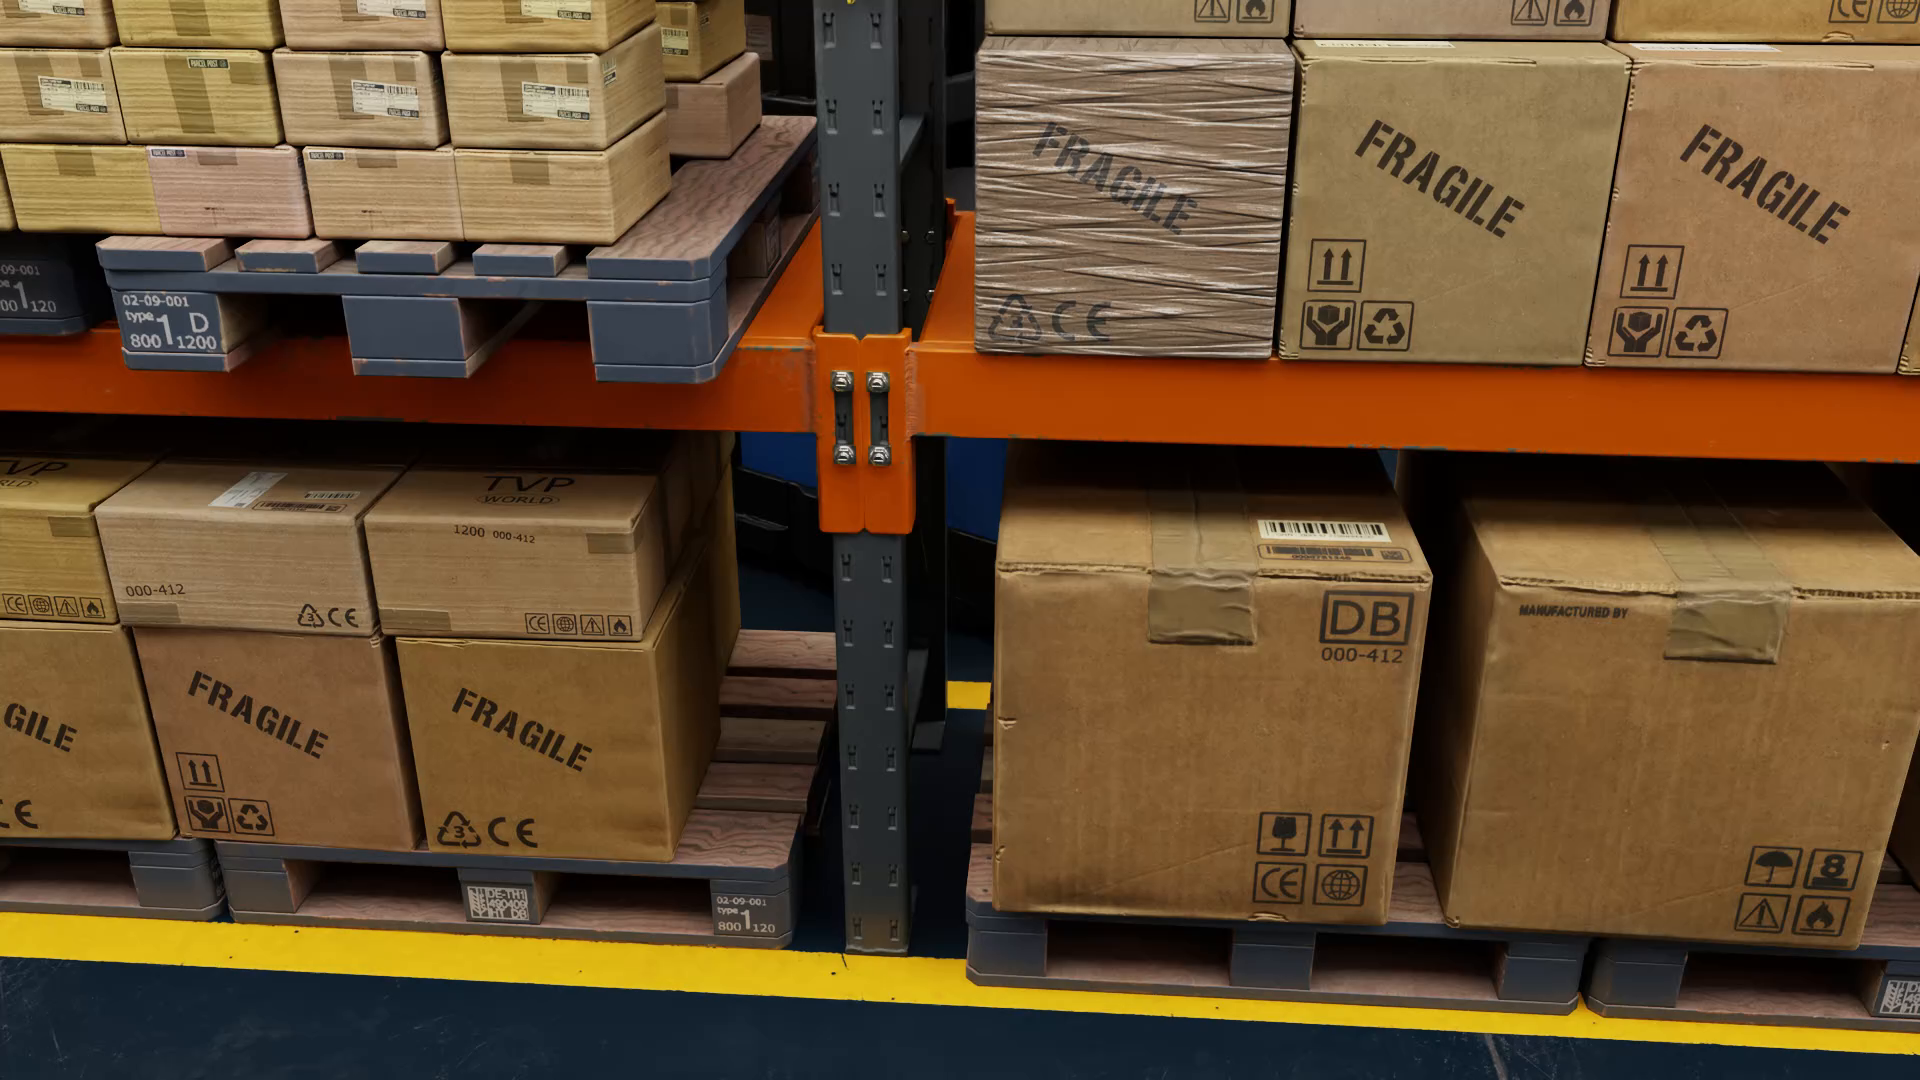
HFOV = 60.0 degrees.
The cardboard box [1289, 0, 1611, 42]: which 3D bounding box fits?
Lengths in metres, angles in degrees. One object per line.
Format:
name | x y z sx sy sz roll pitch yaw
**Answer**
cardboard box | 0.819 -1.185 2.922 0.500 0.500 0.700 1 25 3

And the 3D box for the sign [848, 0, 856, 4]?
sign | -0.165 -0.983 2.508 0.005 0.325 0.100 2 25 4

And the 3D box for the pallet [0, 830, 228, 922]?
pallet | -2.125 0.481 3.952 1.213 0.211 1.003 2 25 4

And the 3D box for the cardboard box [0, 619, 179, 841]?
cardboard box | -1.855 0.284 3.531 0.500 0.500 0.500 1 25 2

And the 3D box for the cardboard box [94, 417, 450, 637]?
cardboard box | -1.339 -0.040 3.339 0.500 0.250 0.500 2 25 5

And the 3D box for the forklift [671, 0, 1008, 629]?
forklift | -0.724 -1.553 5.119 3.031 2.935 1.130 17 29 32

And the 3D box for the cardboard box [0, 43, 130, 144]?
cardboard box | -1.438 -0.781 2.801 0.250 0.149 0.380 2 25 4

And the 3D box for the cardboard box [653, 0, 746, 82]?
cardboard box | -0.599 -1.031 3.344 0.250 0.149 0.380 3 25 6

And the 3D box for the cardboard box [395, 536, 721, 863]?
cardboard box | -0.809 0.313 3.470 0.500 0.500 0.500 2 25 4

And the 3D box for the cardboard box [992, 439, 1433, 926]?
cardboard box | 0.468 0.168 3.485 0.750 0.750 1.050 2 25 3

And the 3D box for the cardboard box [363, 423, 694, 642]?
cardboard box | -0.834 -0.028 3.314 0.500 0.250 0.500 1 25 3

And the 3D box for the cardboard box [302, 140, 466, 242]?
cardboard box | -0.907 -0.629 2.828 0.250 0.149 0.380 2 25 4

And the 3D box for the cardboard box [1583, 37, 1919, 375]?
cardboard box | 1.304 -0.607 2.861 0.500 0.500 0.500 2 25 4

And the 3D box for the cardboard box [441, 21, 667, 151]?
cardboard box | -0.660 -0.758 2.751 0.250 0.149 0.380 2 25 5

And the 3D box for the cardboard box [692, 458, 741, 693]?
cardboard box | -0.818 0.096 3.941 0.500 0.500 0.500 1 25 2

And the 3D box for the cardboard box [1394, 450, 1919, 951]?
cardboard box | 1.340 0.195 3.427 0.750 0.750 1.050 2 25 5

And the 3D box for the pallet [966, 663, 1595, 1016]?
pallet | 0.648 0.603 3.686 1.213 0.211 1.003 2 25 4

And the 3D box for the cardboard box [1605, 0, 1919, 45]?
cardboard box | 1.330 -1.170 2.888 0.500 0.500 0.700 1 25 3

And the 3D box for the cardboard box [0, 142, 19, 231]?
cardboard box | -1.680 -0.655 2.883 0.250 0.149 0.380 1 25 2

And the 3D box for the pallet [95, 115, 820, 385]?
pallet | -0.851 -0.611 3.219 1.003 0.211 1.213 2 25 4

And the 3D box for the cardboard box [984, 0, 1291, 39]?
cardboard box | 0.314 -1.201 2.956 0.500 0.500 0.700 2 25 4

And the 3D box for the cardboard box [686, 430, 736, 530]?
cardboard box | -0.802 -0.239 3.771 0.500 0.250 0.500 1 25 2

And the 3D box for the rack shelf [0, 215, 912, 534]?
rack shelf | -2.127 -0.457 3.516 4.000 0.370 1.077 2 25 4

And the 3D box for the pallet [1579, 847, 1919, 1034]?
pallet | 1.861 0.644 3.599 1.213 0.211 1.003 2 25 4

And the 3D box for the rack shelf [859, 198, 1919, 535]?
rack shelf | 1.862 -0.329 3.237 4.000 0.370 1.077 2 25 4

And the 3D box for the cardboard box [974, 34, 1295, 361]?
cardboard box | 0.294 -0.638 2.929 0.500 0.500 0.500 2 25 5

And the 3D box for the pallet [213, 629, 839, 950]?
pallet | -0.912 0.521 3.865 1.213 0.211 1.003 2 25 4

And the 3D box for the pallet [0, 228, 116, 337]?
pallet | -2.109 -0.679 3.367 1.213 0.211 1.003 2 25 4

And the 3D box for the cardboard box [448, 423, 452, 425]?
cardboard box | -1.307 -0.255 3.807 0.500 0.250 0.500 2 25 3

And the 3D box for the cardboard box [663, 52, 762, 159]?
cardboard box | -0.563 -0.895 3.405 0.250 0.149 0.380 2 25 3

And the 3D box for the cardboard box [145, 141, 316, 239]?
cardboard box | -1.163 -0.638 2.845 0.250 0.149 0.380 2 25 5

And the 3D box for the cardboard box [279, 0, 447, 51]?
cardboard box | -0.906 -0.900 2.705 0.250 0.149 0.380 2 25 3

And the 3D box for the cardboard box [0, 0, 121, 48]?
cardboard box | -1.434 -0.916 2.738 0.250 0.149 0.380 3 25 6

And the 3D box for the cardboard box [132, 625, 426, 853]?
cardboard box | -1.326 0.295 3.509 0.500 0.500 0.500 3 25 6

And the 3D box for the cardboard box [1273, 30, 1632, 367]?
cardboard box | 0.802 -0.623 2.897 0.500 0.500 0.500 2 25 3

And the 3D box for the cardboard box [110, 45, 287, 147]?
cardboard box | -1.189 -0.773 2.784 0.250 0.149 0.380 2 25 5

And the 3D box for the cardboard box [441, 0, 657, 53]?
cardboard box | -0.656 -0.891 2.685 0.250 0.149 0.380 1 25 2

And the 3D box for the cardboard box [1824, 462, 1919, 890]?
cardboard box | 2.268 0.224 3.363 0.750 0.750 1.050 2 25 4

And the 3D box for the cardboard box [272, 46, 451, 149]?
cardboard box | -0.926 -0.766 2.768 0.250 0.149 0.380 3 25 6

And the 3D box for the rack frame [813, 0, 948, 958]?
rack frame | -0.132 -0.720 3.226 0.127 3.000 1.000 2 25 4

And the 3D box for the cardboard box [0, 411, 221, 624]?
cardboard box | -1.844 -0.063 3.389 0.500 0.250 0.500 2 25 5

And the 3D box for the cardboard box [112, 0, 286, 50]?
cardboard box | -1.168 -0.909 2.723 0.250 0.149 0.380 3 25 6

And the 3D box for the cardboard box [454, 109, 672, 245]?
cardboard box | -0.660 -0.621 2.809 0.250 0.149 0.380 2 25 5

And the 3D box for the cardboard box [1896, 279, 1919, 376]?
cardboard box | 1.801 -0.590 2.825 0.500 0.500 0.500 2 25 3

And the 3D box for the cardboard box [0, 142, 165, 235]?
cardboard box | -1.412 -0.647 2.866 0.250 0.149 0.380 2 25 3
